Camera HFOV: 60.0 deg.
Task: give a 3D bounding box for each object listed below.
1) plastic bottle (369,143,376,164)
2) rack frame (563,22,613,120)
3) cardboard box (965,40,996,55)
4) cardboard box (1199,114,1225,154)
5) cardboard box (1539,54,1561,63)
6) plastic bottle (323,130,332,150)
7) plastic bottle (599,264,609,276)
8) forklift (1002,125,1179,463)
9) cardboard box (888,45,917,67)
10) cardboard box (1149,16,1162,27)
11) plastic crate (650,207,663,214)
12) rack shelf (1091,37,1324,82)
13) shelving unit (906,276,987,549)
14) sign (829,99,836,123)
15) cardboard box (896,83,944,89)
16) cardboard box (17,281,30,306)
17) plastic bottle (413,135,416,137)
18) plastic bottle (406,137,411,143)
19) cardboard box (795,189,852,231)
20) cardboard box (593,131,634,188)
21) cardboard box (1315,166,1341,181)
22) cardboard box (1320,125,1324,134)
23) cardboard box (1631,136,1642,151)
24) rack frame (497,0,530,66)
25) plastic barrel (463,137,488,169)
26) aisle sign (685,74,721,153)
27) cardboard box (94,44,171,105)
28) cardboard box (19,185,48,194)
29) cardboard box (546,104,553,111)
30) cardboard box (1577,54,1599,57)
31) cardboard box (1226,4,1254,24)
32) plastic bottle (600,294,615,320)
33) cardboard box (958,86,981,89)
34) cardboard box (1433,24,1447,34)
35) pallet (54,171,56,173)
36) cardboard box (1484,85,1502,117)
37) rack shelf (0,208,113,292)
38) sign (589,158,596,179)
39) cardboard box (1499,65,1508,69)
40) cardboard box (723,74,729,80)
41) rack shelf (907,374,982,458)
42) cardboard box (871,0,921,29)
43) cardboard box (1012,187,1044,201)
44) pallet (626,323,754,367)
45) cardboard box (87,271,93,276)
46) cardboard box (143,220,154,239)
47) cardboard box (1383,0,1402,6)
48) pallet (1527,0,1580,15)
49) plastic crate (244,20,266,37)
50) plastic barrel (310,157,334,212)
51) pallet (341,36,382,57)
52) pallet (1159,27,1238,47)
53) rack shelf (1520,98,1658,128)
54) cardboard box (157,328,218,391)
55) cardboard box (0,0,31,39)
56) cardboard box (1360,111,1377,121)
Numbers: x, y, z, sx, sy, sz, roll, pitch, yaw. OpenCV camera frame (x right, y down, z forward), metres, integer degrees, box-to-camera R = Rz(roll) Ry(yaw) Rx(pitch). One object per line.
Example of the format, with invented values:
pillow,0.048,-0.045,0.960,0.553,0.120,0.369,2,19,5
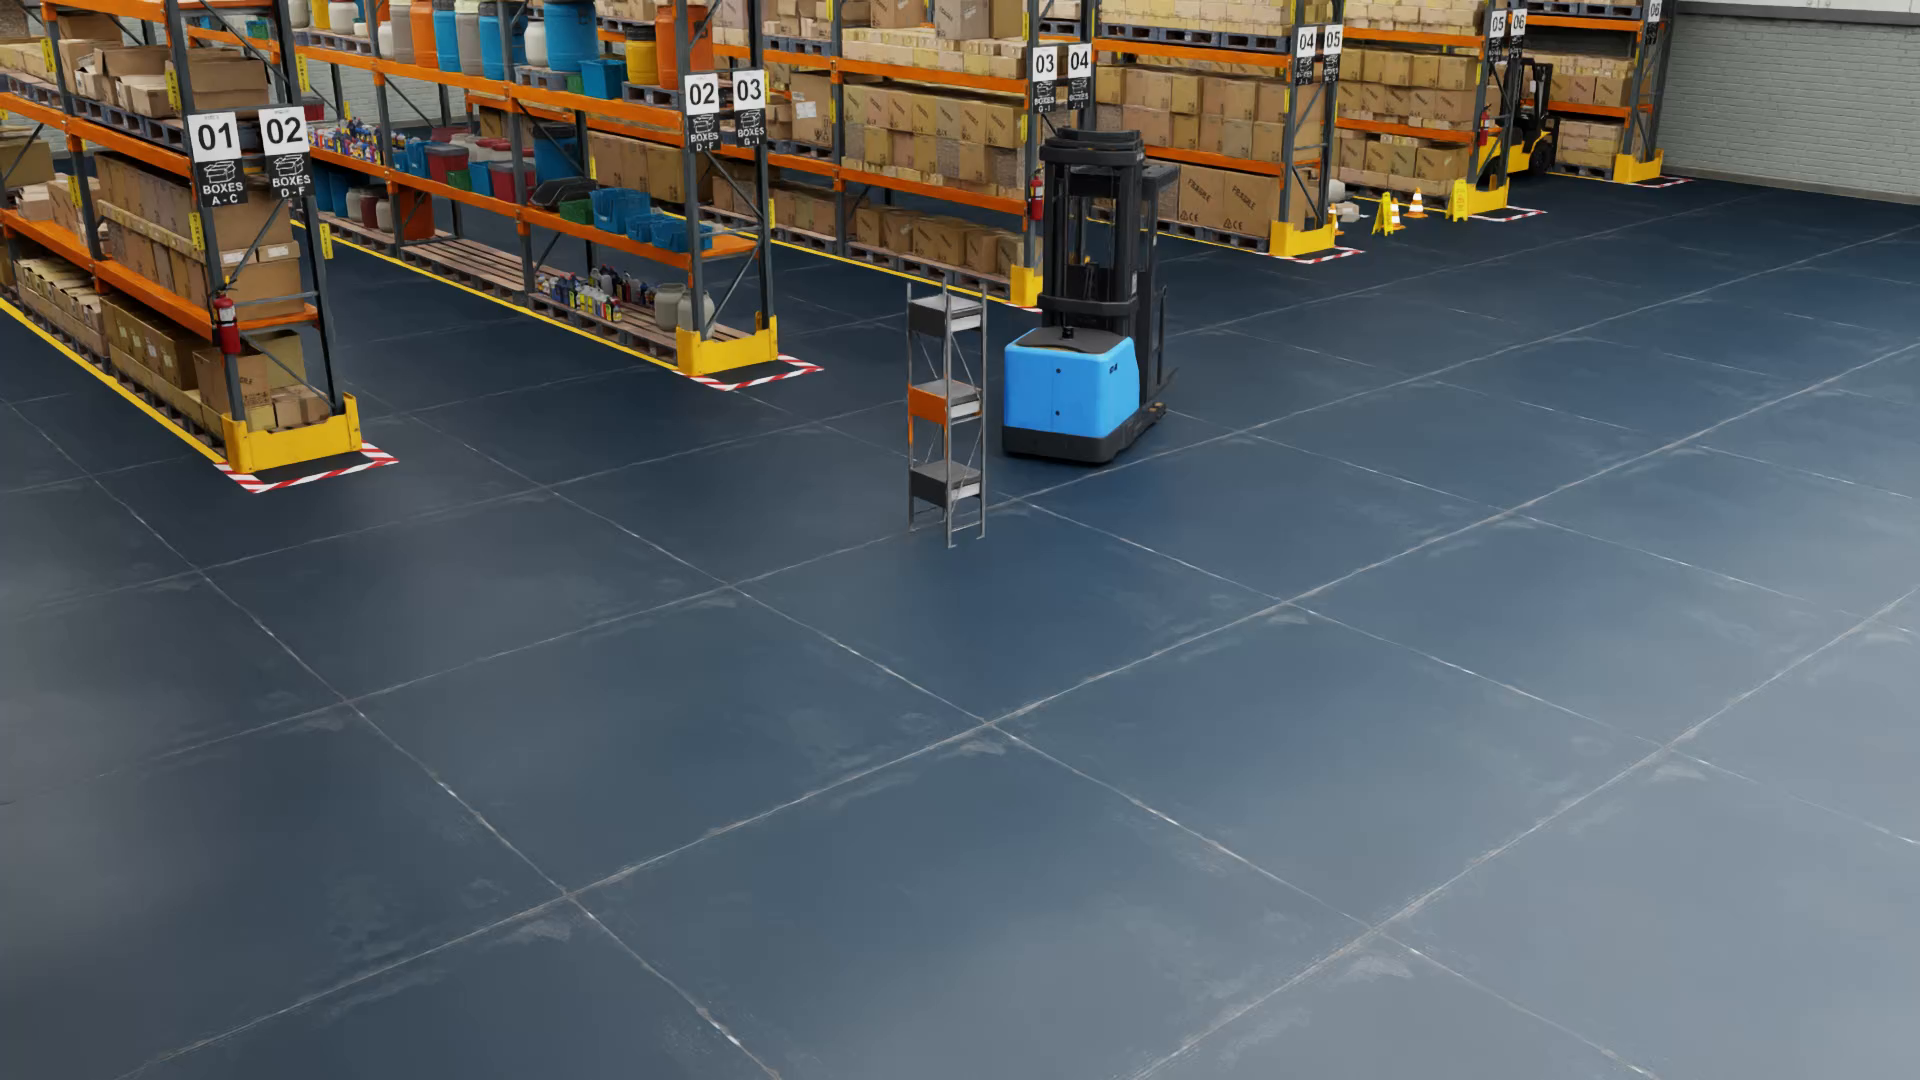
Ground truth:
plastic bottle,-8.482,-5.594,24.039,0.061,0.283,0.133,-17,27,-37
rack frame,-6.603,-7.858,29.660,1.000,3.000,0.127,-17,27,-37
cardboard box,0.288,-6.271,21.153,0.380,0.149,0.250,-17,27,-37
cardboard box,4.131,-6.189,25.192,0.875,0.550,0.550,-17,27,-37
cardboard box,11.096,-9.043,31.251,0.380,0.149,0.250,-17,27,-37
plastic bottle,-9.586,-6.083,25.298,0.152,0.276,0.135,-17,27,-37
plastic bottle,-4.495,-3.331,21.131,0.144,0.351,0.185,-18,28,-39
forklift,1.446,-2.579,16.276,1.130,2.935,3.031,9,23,22
cardboard box,-0.616,-6.505,22.297,0.500,0.250,0.500,-19,28,-39
cardboard box,3.088,-7.860,25.185,0.380,0.149,0.250,-18,28,-38
plastic crate,-3.882,-3.958,20.064,0.530,0.136,0.437,-17,27,-37
rack shelf,3.748,-7.310,25.134,1.077,0.370,4.000,-17,27,-37
shelving unit,-0.108,-1.023,13.444,0.431,2.100,0.503,-17,27,-37
sign,-1.799,-6.054,23.466,0.100,0.325,0.005,-17,27,-37
cardboard box,-0.552,-6.102,23.260,0.500,0.500,0.500,-17,27,-37
cardboard box,-11.380,-3.097,20.697,0.500,0.250,0.500,-18,27,-38
plastic bottle,-8.137,-5.892,24.800,0.061,0.283,0.133,-17,27,-37
plastic bottle,-8.185,-5.863,24.741,0.097,0.271,0.097,0,21,0
cardboard box,-2.063,-5.000,25.187,0.700,0.500,0.500,-18,27,-38
cardboard box,-5.586,-6.646,28.902,1.225,0.875,0.875,-19,28,-39
cardboard box,6.664,-6.550,29.515,0.500,0.250,0.500,-16,26,-34
cardboard box,6.343,-7.297,29.505,0.380,0.149,0.250,-17,27,-37
cardboard box,12.346,-7.412,31.030,0.500,0.250,0.500,-17,27,-36
rack frame,-5.133,-7.262,19.913,1.000,3.000,0.127,-17,27,-37
plastic barrel,-6.636,-5.276,22.915,0.421,0.512,0.421,0,21,0
aisle sign,-2.701,-4.484,17.480,0.394,0.787,0.004,-17,27,-37
cardboard box,-7.909,-4.511,16.093,0.797,0.503,0.637,-14,25,-32
cardboard box,-11.295,-4.244,20.554,0.500,0.311,0.500,-15,26,-34
cardboard box,-7.219,-7.819,29.904,0.380,0.149,0.250,-17,27,-36
cardboard box,11.768,-9.004,31.151,0.380,0.149,0.250,-16,27,-36
cardboard box,4.196,-7.610,23.999,0.500,0.250,0.500,-17,27,-37
plastic bottle,-4.197,-2.780,19.825,0.152,0.276,0.135,-17,27,-37
cardboard box,0.254,-7.624,28.926,0.500,0.500,0.500,-18,28,-38
cardboard box,7.958,-8.356,27.163,0.380,0.149,0.250,-16,27,-36
pallet,-12.772,-4.843,22.225,1.003,0.211,1.213,-17,27,-37
cardboard box,8.638,-7.284,27.649,0.500,0.500,0.500,-18,28,-38
rack shelf,-10.194,-3.508,19.541,1.077,0.370,4.000,-17,27,-37
sign,-4.710,-4.726,21.283,0.100,0.325,0.005,-17,27,-37
cardboard box,10.529,-9.093,31.785,0.380,0.149,0.250,-18,28,-38
cardboard box,-4.664,-9.564,34.361,0.380,0.149,0.250,-18,28,-38
rack shelf,-0.108,-1.011,13.449,0.431,0.518,0.480,-17,27,-37
cardboard box,-0.894,-7.399,23.144,0.500,0.500,0.500,-18,28,-39
cardboard box,0.887,-4.455,21.317,0.380,0.149,0.250,-17,27,-37
pallet,-3.134,-2.301,19.295,1.003,0.211,1.213,-17,27,-37
cardboard box,-10.299,-3.204,20.203,0.500,0.311,0.500,-18,27,-38
cardboard box,-7.846,-3.092,16.465,0.380,0.149,0.250,-18,28,-38
cardboard box,7.266,-8.992,27.693,0.380,0.149,0.250,-17,27,-36
pallet,11.253,-9.979,31.083,1.003,0.211,1.213,-17,27,-37
plastic crate,-11.192,-8.173,26.582,0.416,0.233,0.300,-17,27,-37
plastic barrel,-10.013,-5.743,26.562,0.600,0.901,0.708,-17,27,-37
pallet,-8.170,-7.117,23.915,1.003,0.211,1.213,-17,27,-37
pallet,3.761,-7.591,24.986,1.003,0.211,1.213,-17,27,-37
rack shelf,11.190,-8.302,31.780,1.077,0.370,4.000,-17,27,-37
cardboard box,-7.517,-1.800,16.359,0.500,0.500,0.500,-17,27,-37
cardboard box,-11.779,-6.427,20.384,0.500,0.500,0.500,-17,27,-37
cardboard box,7.103,-7.308,28.600,0.380,0.149,0.250,-18,27,-38
